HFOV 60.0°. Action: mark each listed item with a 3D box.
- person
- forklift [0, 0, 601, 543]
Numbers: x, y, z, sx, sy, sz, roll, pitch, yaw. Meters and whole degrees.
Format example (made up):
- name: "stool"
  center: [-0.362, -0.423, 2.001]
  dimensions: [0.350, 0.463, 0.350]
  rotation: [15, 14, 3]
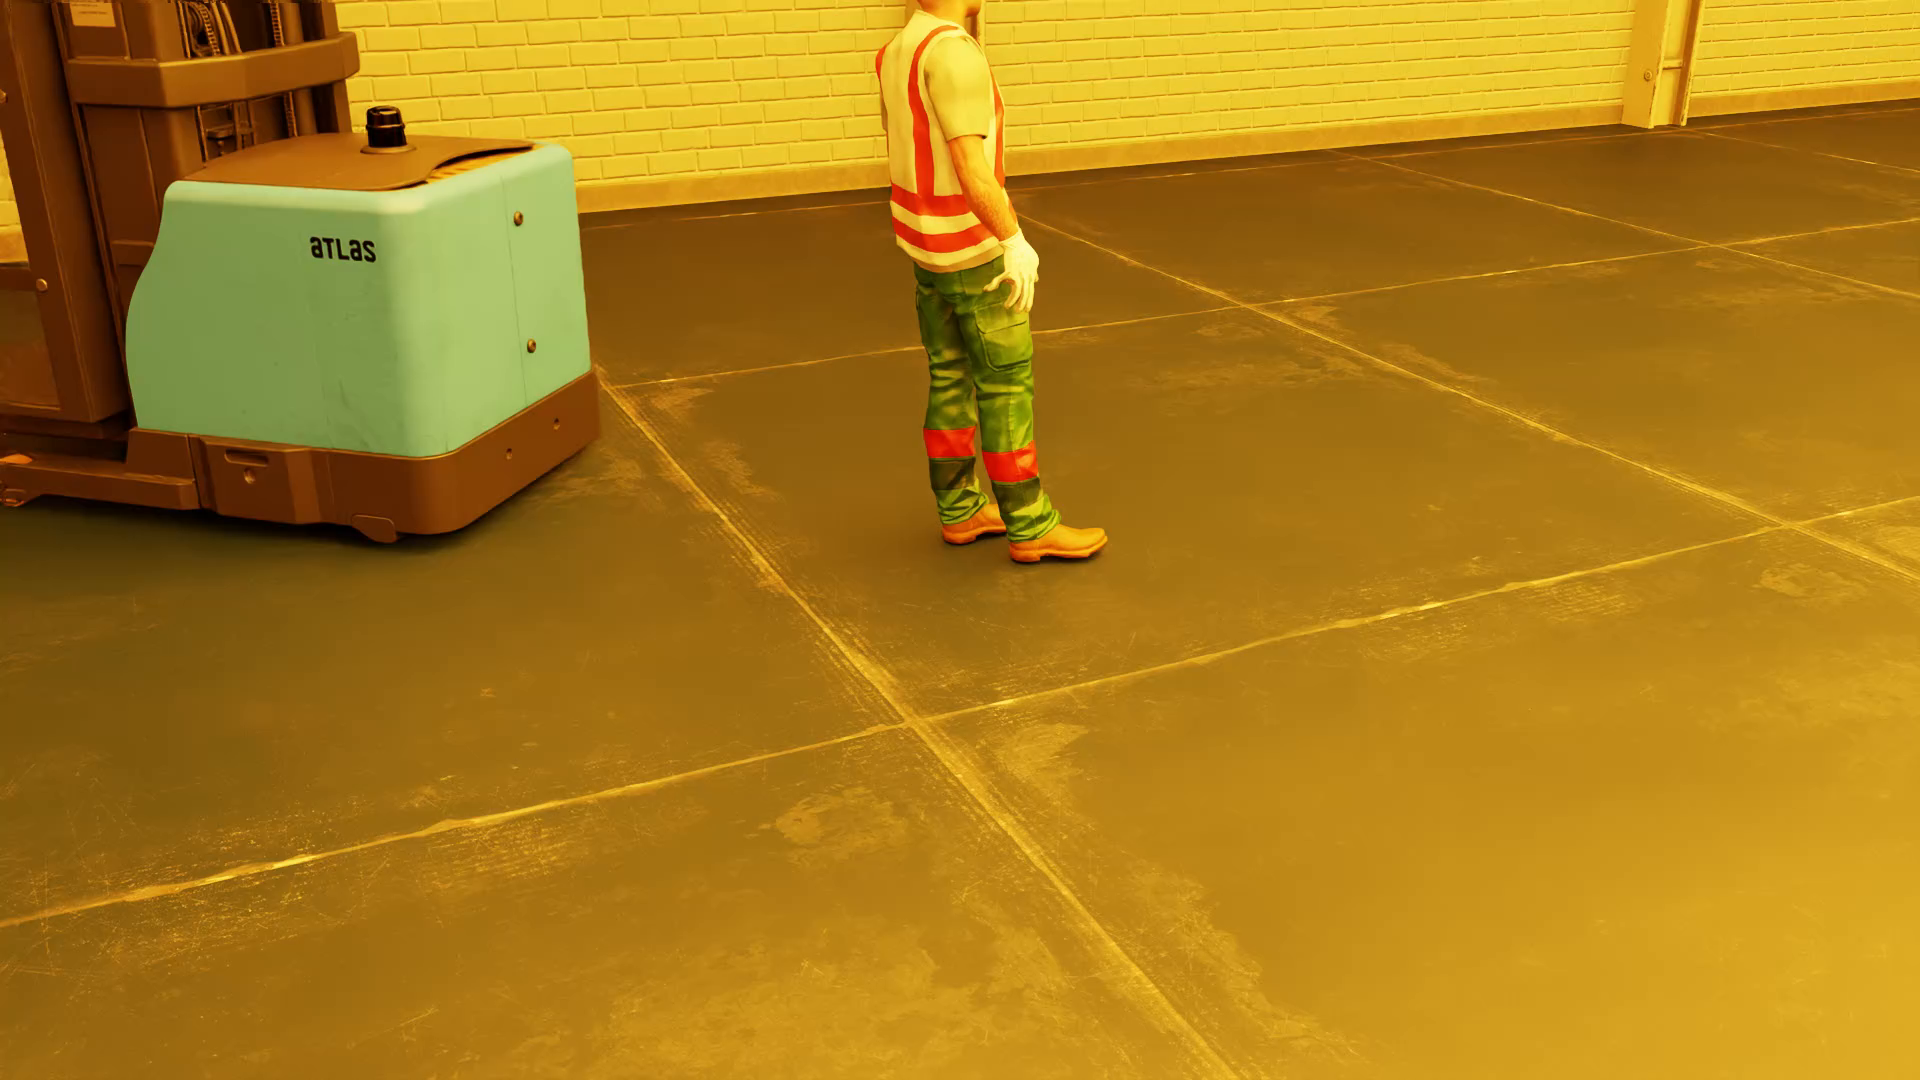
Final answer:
- name: "person"
  center: [0.078, -0.842, 4.781]
  dimensions: [0.563, 1.788, 0.638]
  rotation: [-10, 25, -23]
- name: "forklift"
  center: [-2.827, -1.648, 5.253]
  dimensions: [3.031, 2.935, 1.130]
  rotation: [6, 23, 15]
